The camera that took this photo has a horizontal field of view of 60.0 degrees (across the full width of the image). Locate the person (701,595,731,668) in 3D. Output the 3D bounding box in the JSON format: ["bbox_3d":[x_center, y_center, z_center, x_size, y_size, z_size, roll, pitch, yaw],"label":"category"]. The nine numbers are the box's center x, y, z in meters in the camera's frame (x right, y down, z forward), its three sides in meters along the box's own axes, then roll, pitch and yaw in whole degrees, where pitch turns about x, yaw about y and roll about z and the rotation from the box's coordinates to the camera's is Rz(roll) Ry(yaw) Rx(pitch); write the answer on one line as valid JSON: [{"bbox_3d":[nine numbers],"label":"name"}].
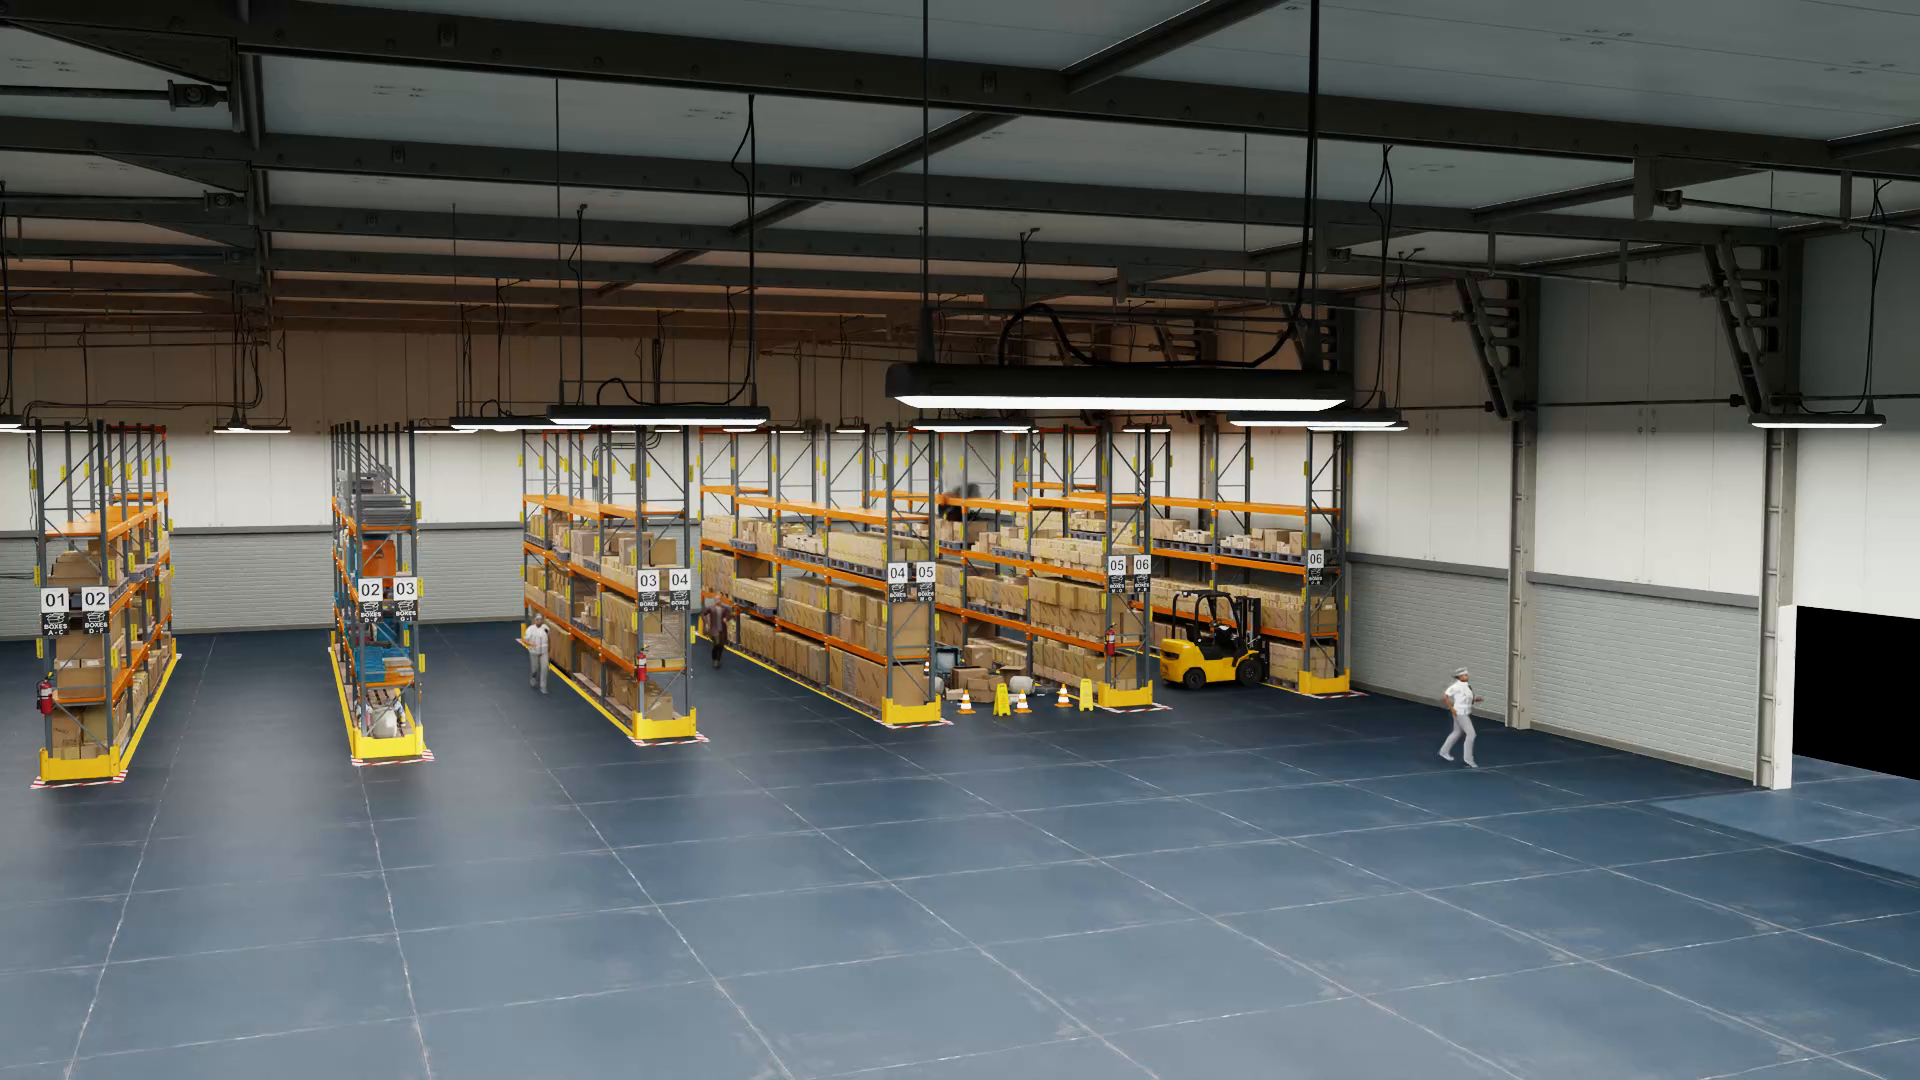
[{"bbox_3d":[-6.003,2.265,41.234,0.667,1.800,0.773,-2,4,-27],"label":"person"}]

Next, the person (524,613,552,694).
[{"bbox_3d":[-9.435,2.517,37.256,0.664,1.790,0.944,-2,4,-26],"label":"person"}]

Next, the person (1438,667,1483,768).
[{"bbox_3d":[8.708,3.072,28.900,0.756,1.760,0.549,2,4,29],"label":"person"}]
